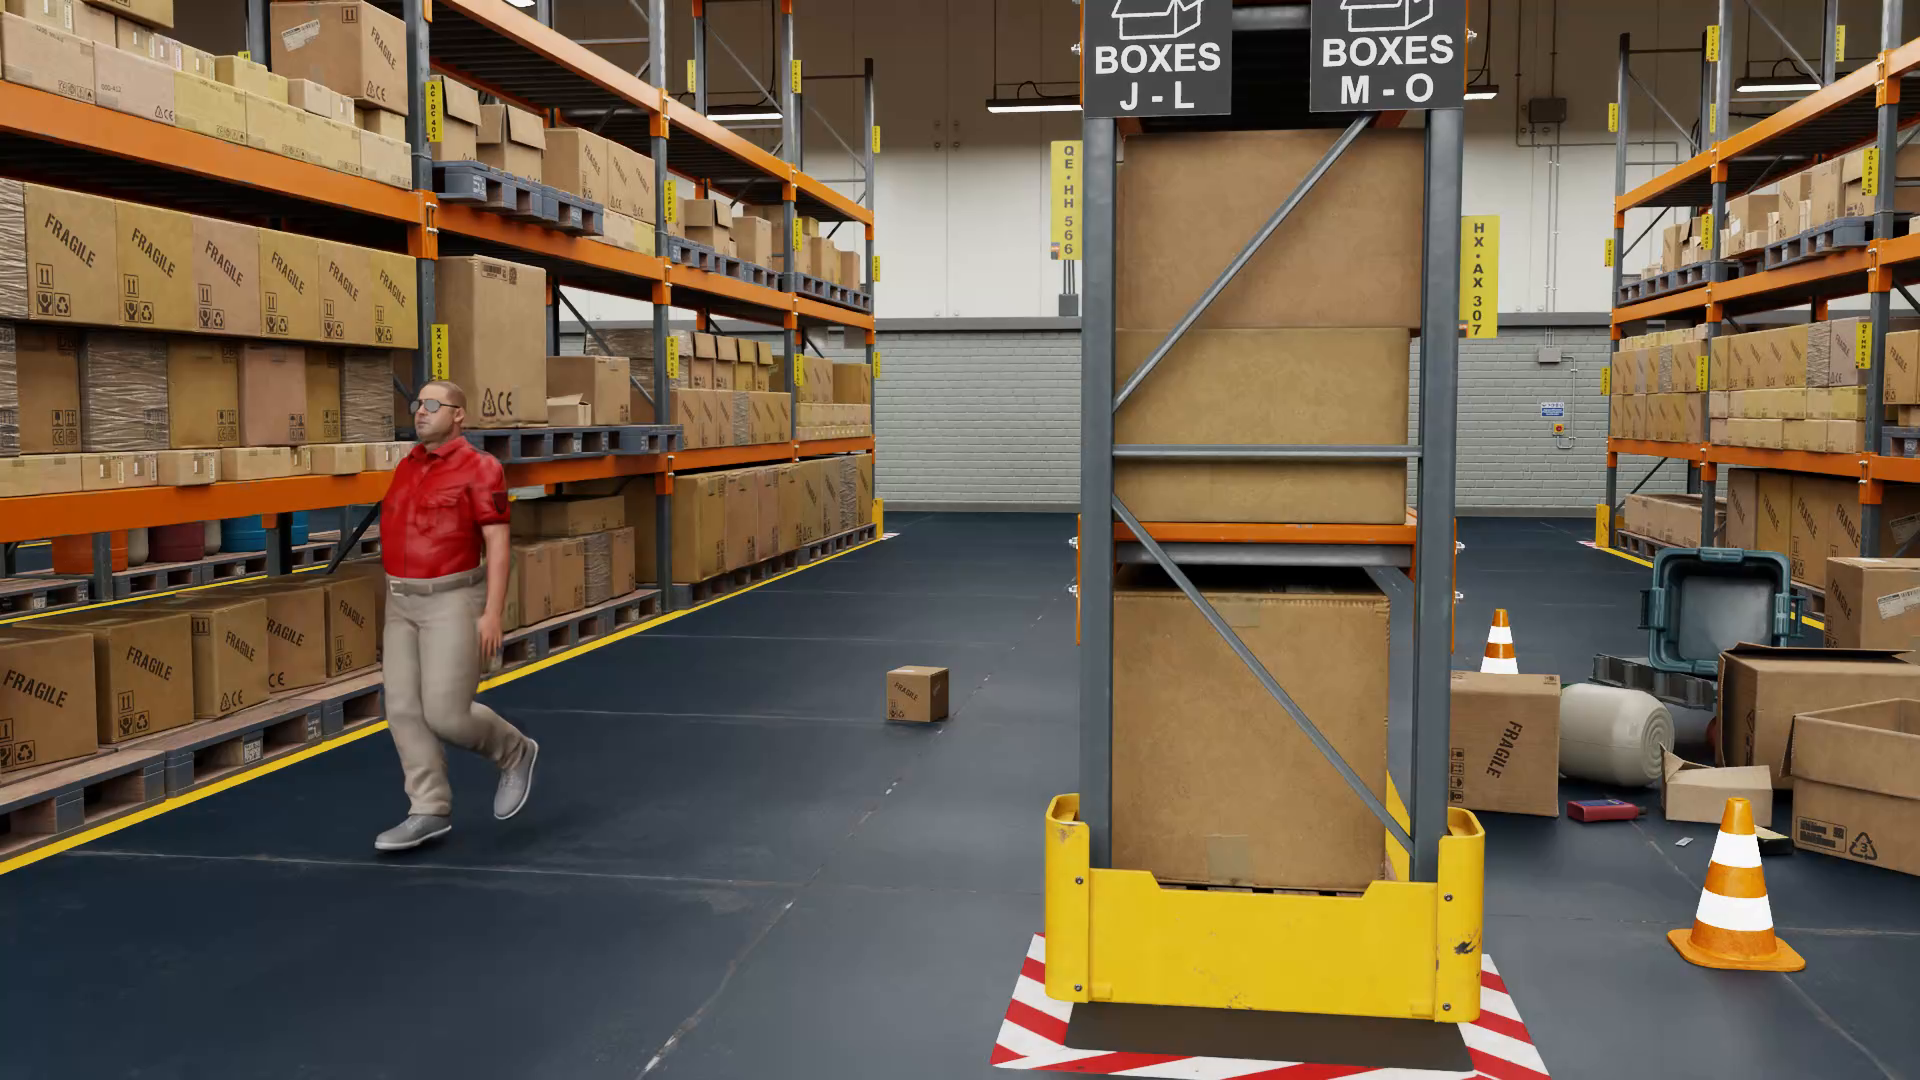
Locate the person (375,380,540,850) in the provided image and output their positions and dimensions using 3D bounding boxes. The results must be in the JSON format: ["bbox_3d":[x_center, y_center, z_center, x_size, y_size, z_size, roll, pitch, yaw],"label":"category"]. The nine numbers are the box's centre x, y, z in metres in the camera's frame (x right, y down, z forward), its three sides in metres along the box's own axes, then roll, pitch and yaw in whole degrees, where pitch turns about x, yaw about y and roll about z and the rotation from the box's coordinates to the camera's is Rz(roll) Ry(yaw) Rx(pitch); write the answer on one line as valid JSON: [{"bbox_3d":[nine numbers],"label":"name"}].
[{"bbox_3d":[-1.898,0.261,6.199,0.535,1.705,0.633,2,5,29],"label":"person"}]
